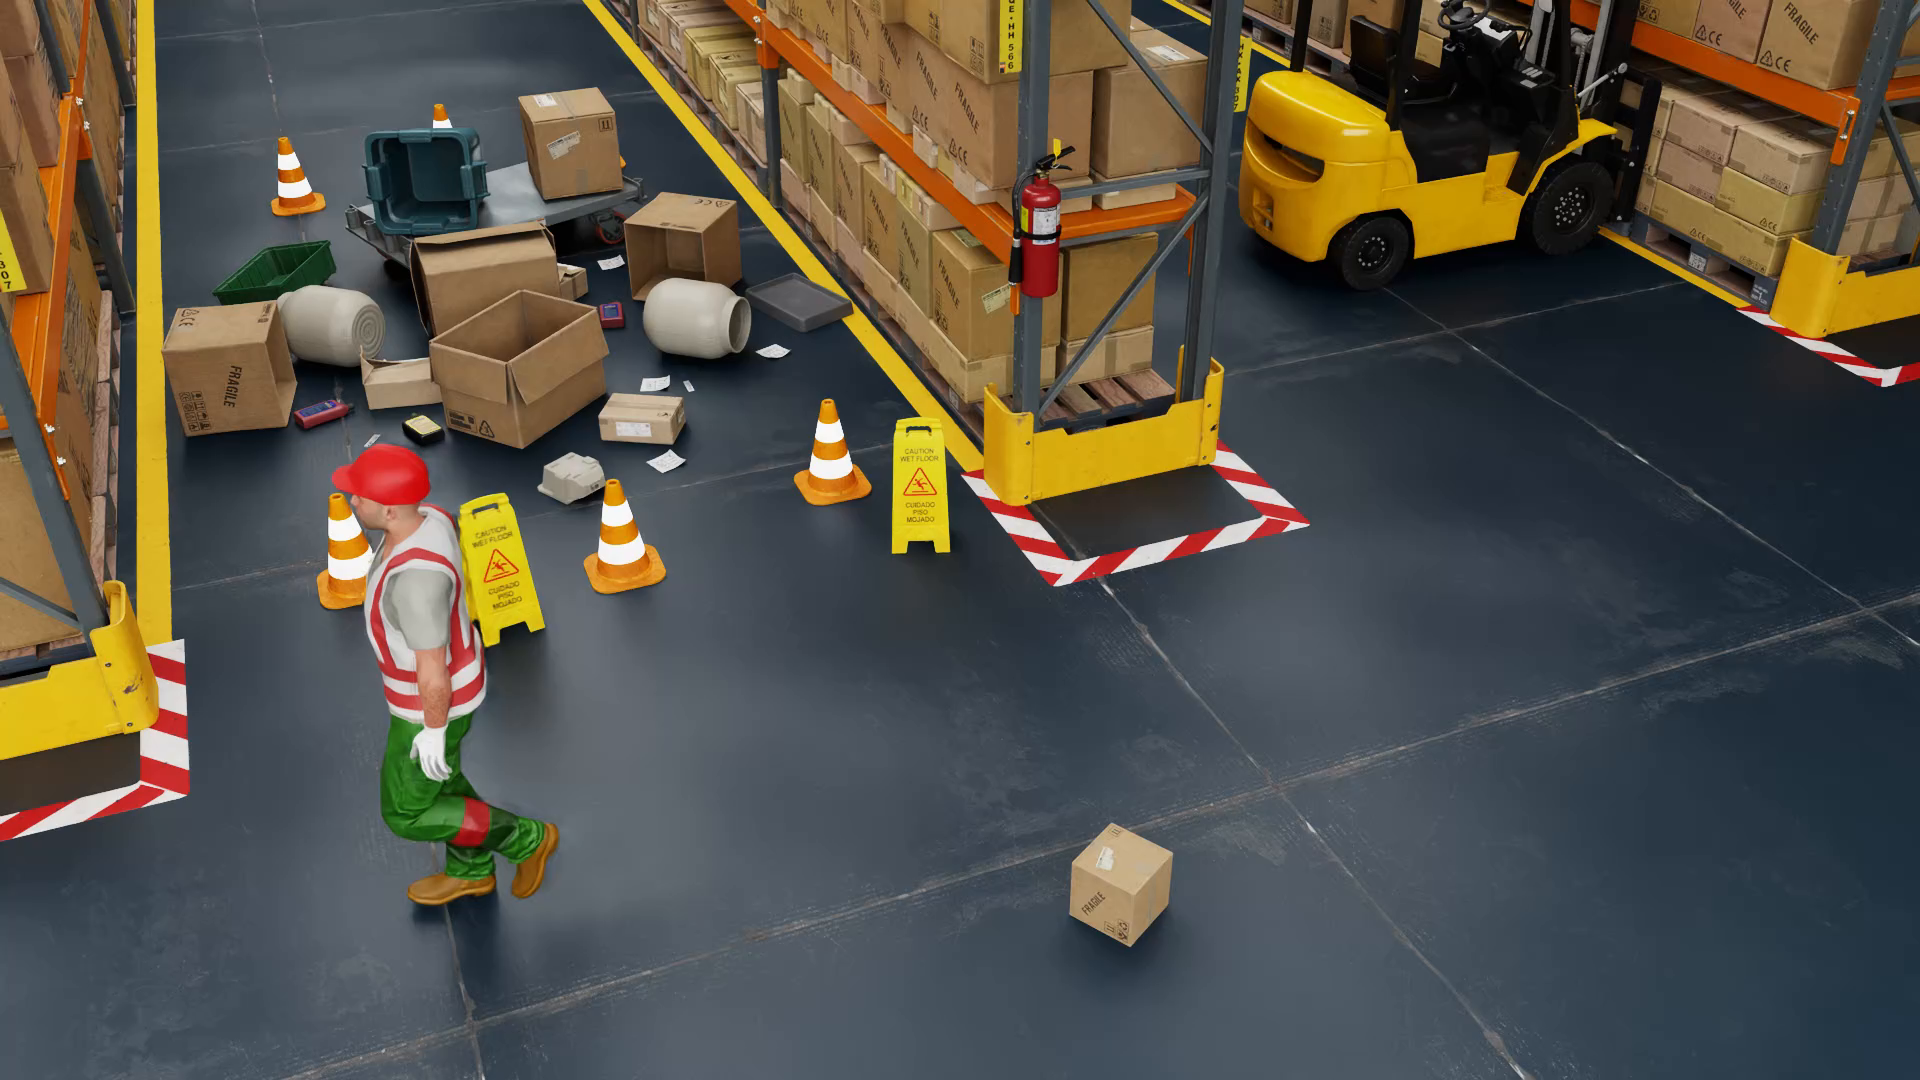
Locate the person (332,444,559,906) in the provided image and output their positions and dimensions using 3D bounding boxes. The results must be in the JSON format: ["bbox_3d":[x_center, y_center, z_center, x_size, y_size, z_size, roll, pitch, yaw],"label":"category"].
[{"bbox_3d":[-1.649,0.477,5.340,0.547,1.781,0.589,-8,34,-11],"label":"person"}]
